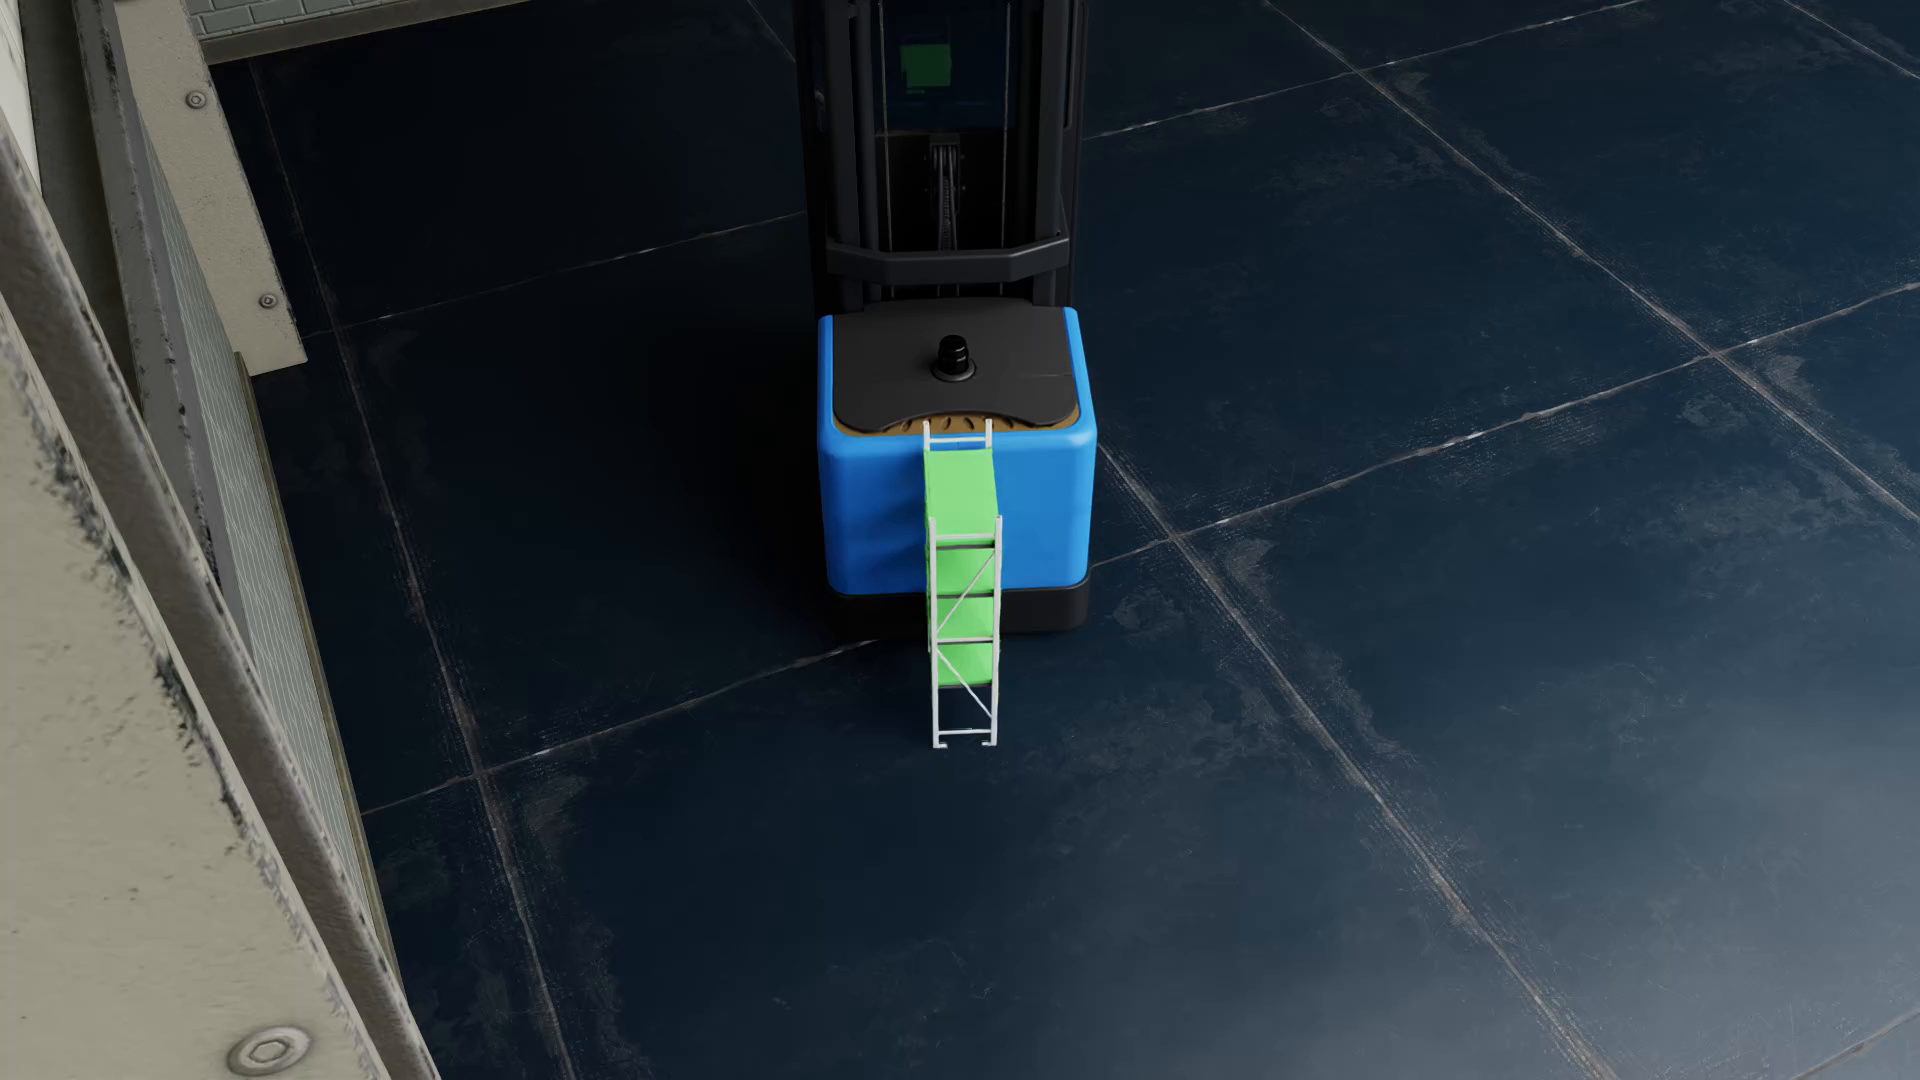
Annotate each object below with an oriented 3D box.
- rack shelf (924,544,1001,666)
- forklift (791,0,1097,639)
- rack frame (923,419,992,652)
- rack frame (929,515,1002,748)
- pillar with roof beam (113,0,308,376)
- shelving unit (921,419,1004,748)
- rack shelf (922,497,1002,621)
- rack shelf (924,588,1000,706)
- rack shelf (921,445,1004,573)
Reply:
[{"bbox_3d":[0.005,0.229,6.123,0.258,0.148,0.480,-2,45,-2],"label":"rack shelf"},{"bbox_3d":[-0.086,-1.677,6.731,1.130,2.935,3.031,-2,45,-2],"label":"forklift"},{"bbox_3d":[-0.009,0.013,6.252,0.240,1.200,0.015,-2,45,-2],"label":"rack frame"},{"bbox_3d":[0.018,0.355,5.905,0.240,1.200,0.015,-2,45,-2],"label":"rack frame"},{"bbox_3d":[0.550,-5.414,6.199,9.100,9.000,0.400,-18,47,-17],"label":"pillar with roof beam"},{"bbox_3d":[0.005,0.184,6.078,0.258,1.200,0.503,-2,45,-2],"label":"shelving unit"},{"bbox_3d":[0.005,0.058,5.955,0.258,0.148,0.480,-2,45,-2],"label":"rack shelf"},{"bbox_3d":[0.005,0.400,6.292,0.258,0.148,0.480,-2,45,-2],"label":"rack shelf"},{"bbox_3d":[0.005,-0.113,5.786,0.258,0.148,0.480,-2,45,-2],"label":"rack shelf"}]
